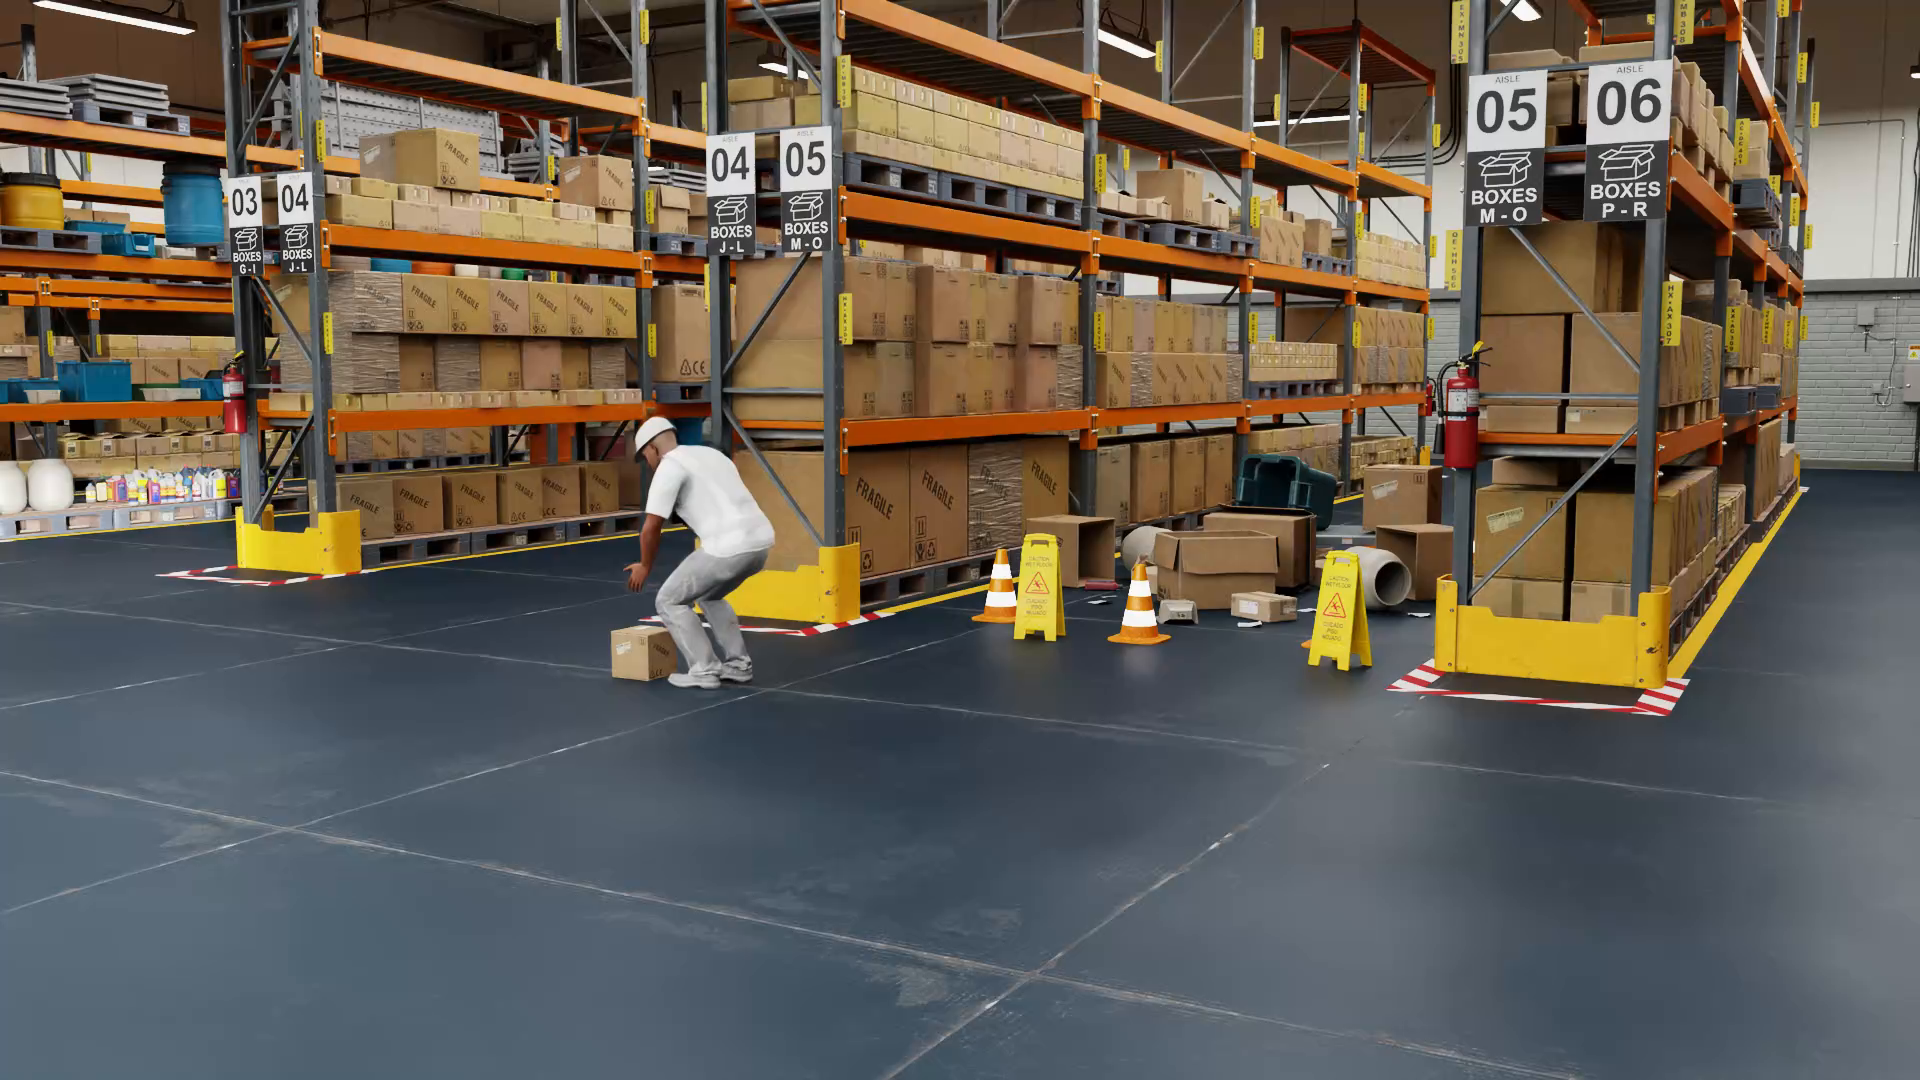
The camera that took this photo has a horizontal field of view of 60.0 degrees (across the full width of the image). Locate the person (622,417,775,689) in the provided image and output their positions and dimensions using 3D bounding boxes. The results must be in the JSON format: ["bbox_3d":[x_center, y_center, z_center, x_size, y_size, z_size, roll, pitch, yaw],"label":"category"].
[{"bbox_3d":[-1.370,0.061,8.710,0.763,1.403,0.631,3,7,29],"label":"person"}]
